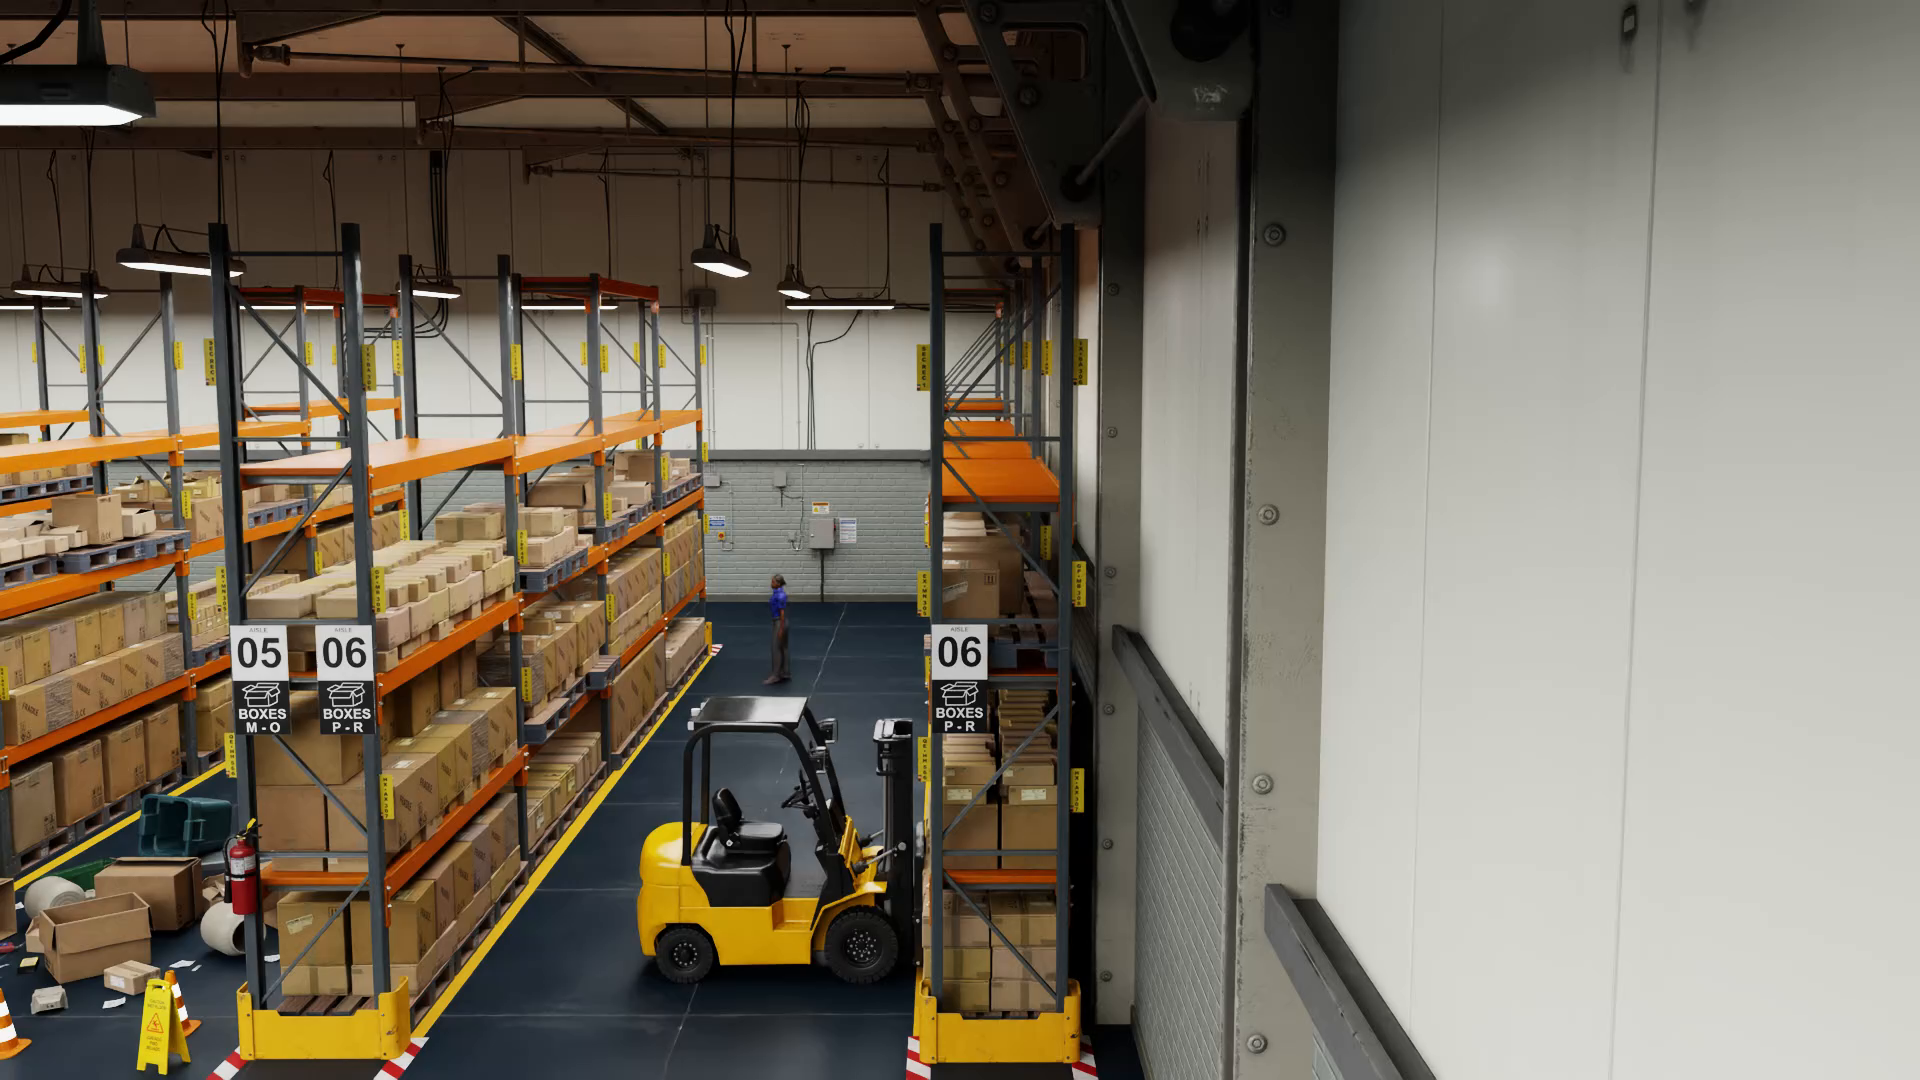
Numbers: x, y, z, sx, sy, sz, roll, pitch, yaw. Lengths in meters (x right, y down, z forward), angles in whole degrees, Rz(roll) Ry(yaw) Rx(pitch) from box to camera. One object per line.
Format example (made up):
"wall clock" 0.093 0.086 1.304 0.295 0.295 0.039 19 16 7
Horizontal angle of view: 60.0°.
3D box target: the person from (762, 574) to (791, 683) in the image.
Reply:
"person" -2.853 1.355 25.753 0.457 1.678 0.532 -1 7 -6
